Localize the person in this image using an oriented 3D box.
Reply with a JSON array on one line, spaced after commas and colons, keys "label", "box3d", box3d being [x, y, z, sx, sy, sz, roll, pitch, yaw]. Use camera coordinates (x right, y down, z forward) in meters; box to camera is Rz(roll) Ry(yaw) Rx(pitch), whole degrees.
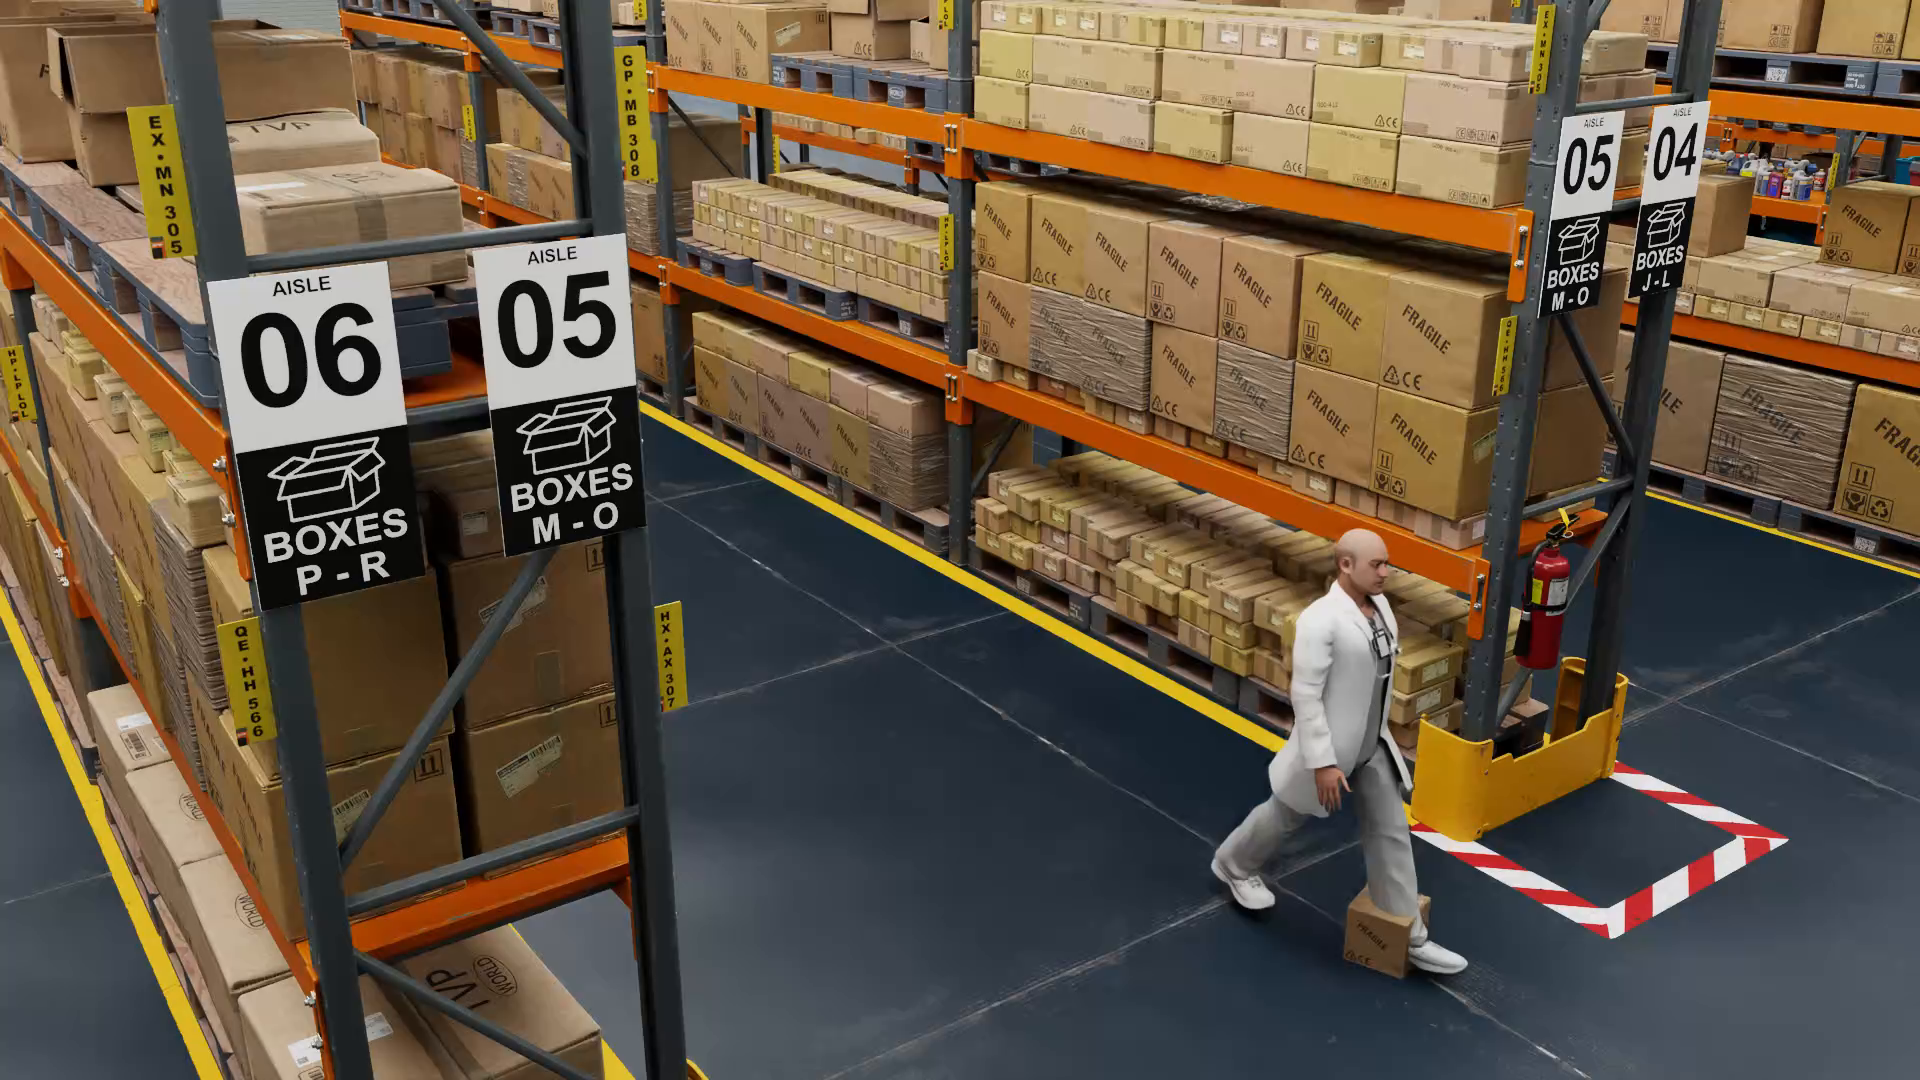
[{"label": "person", "box3d": [1.525, 0.800, 6.530, 0.643, 1.724, 1.130, -17, 27, -38]}]
